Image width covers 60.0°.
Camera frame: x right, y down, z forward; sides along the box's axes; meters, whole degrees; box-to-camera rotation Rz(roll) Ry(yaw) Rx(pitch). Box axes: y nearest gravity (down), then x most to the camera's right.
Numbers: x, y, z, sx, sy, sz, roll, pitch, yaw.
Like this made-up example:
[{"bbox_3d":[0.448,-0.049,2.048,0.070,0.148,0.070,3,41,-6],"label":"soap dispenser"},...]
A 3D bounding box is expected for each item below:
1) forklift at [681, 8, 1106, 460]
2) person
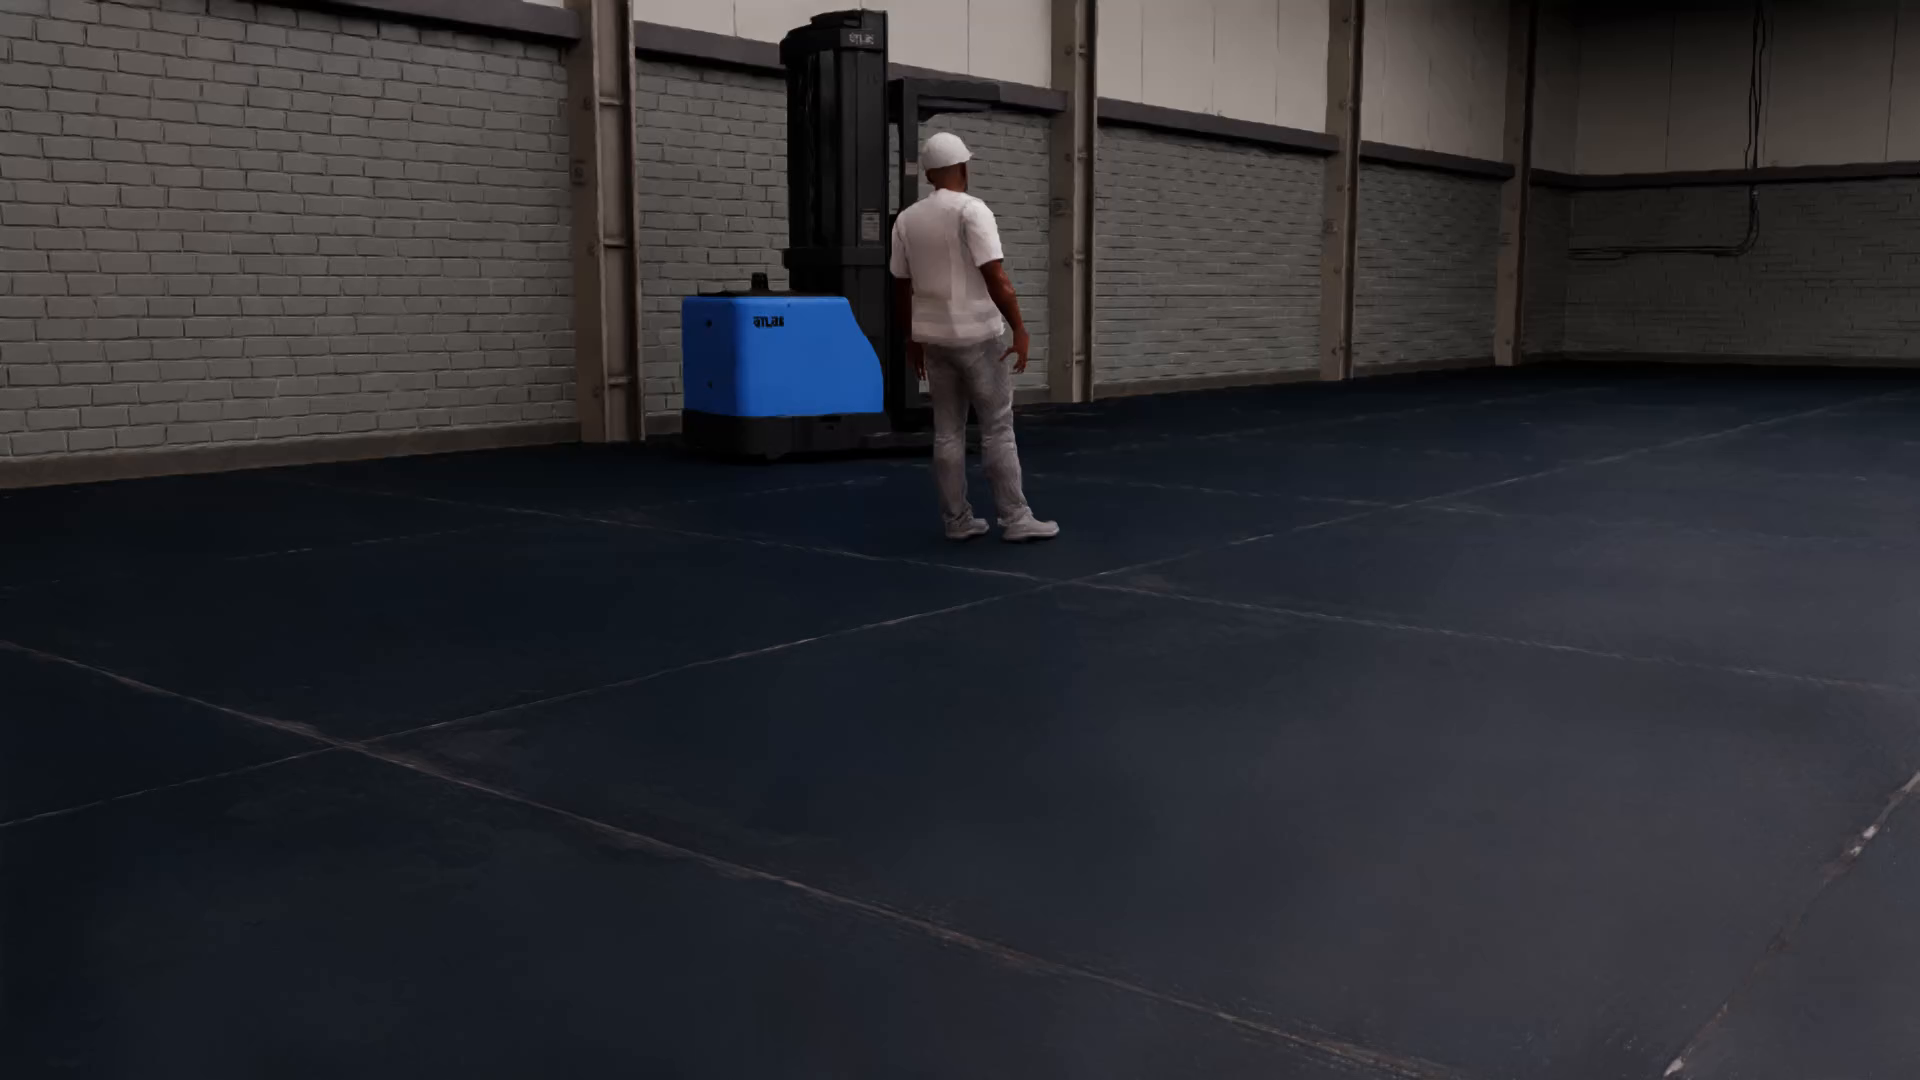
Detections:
[{"bbox_3d":[-0.383,-2.100,11.633,3.031,2.935,1.130,-5,10,-31],"label":"forklift"},{"bbox_3d":[0.048,-0.888,7.326,0.665,1.766,0.576,7,11,38],"label":"person"}]
